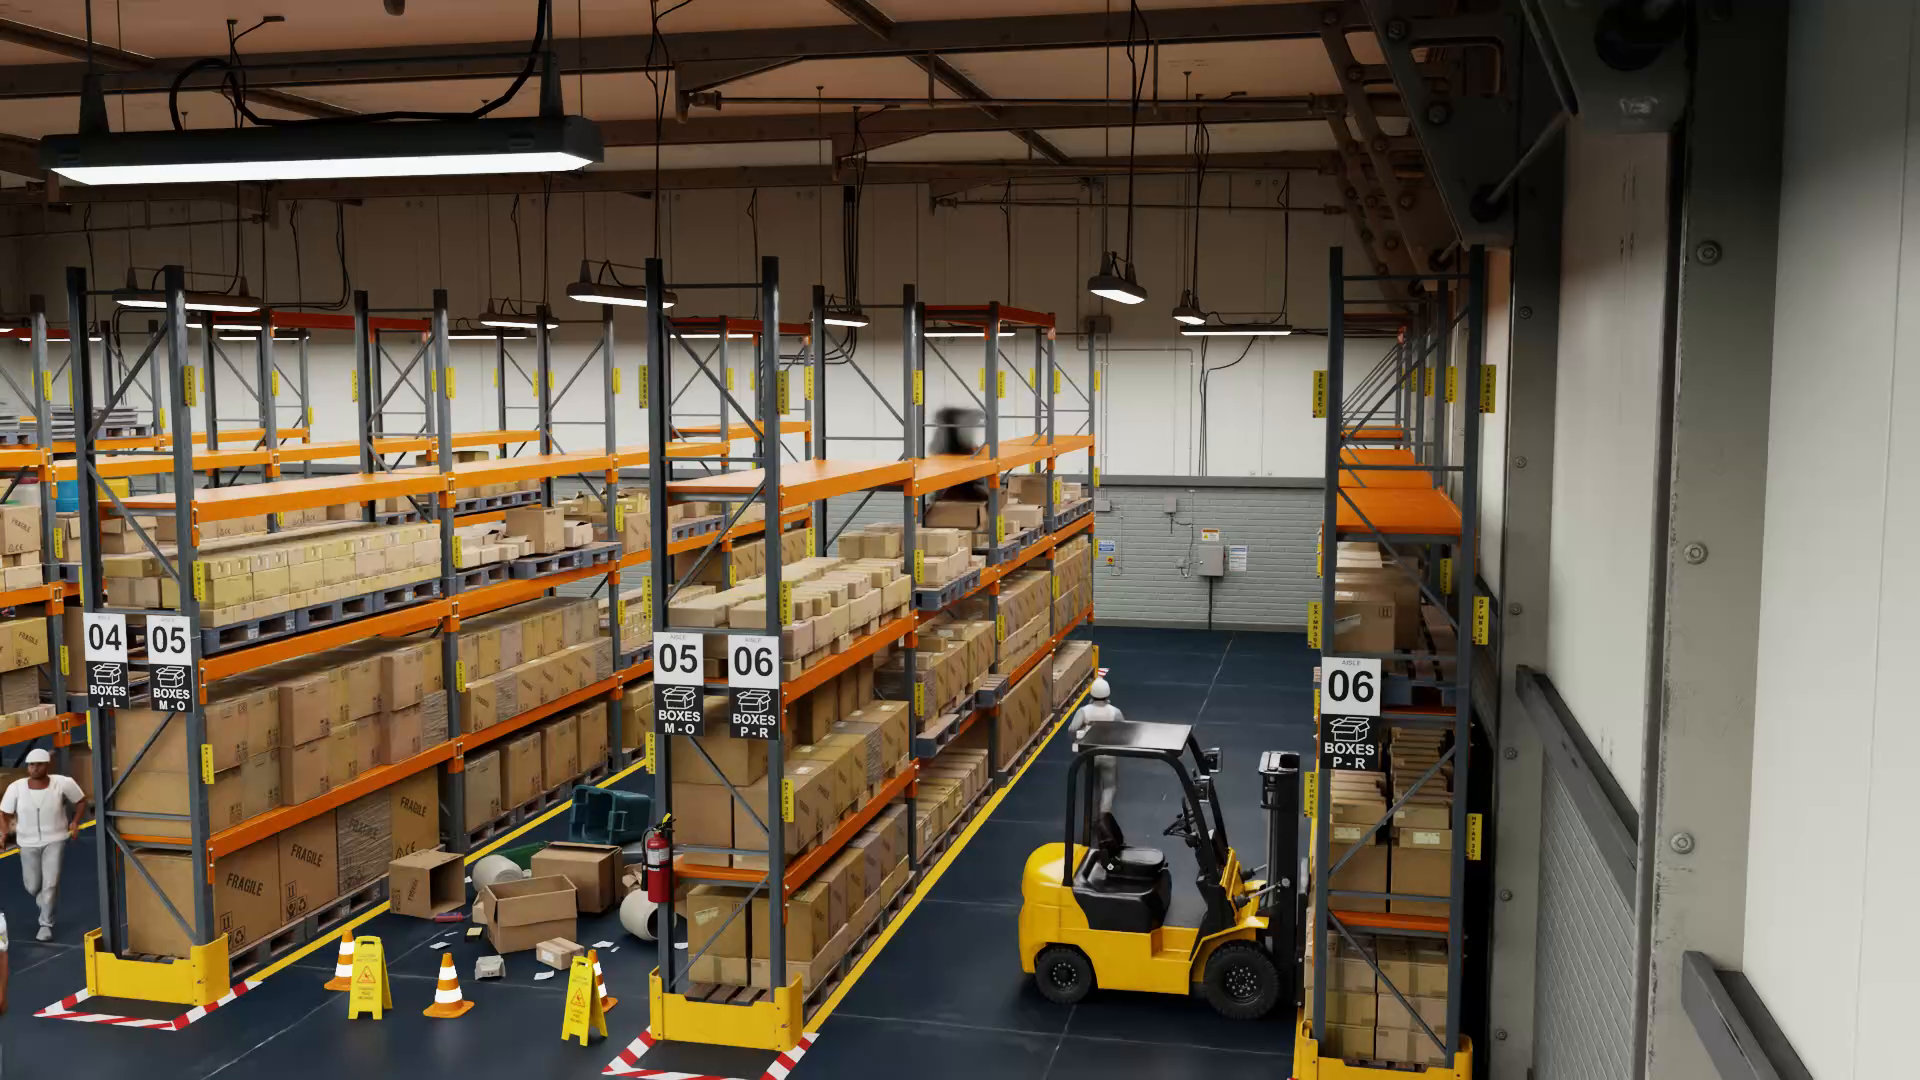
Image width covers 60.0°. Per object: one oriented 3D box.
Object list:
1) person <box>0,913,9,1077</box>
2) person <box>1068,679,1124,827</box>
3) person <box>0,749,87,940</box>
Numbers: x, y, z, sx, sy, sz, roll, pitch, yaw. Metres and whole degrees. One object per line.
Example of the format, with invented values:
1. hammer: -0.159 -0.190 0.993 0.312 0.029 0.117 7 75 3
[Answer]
1. person: -6.929 3.152 11.672 0.548 1.661 0.443 0 6 -2
2. person: 1.554 2.410 18.611 0.665 1.748 0.905 1 6 10
3. person: -8.464 2.766 15.370 0.710 1.729 0.789 -2 6 -21
